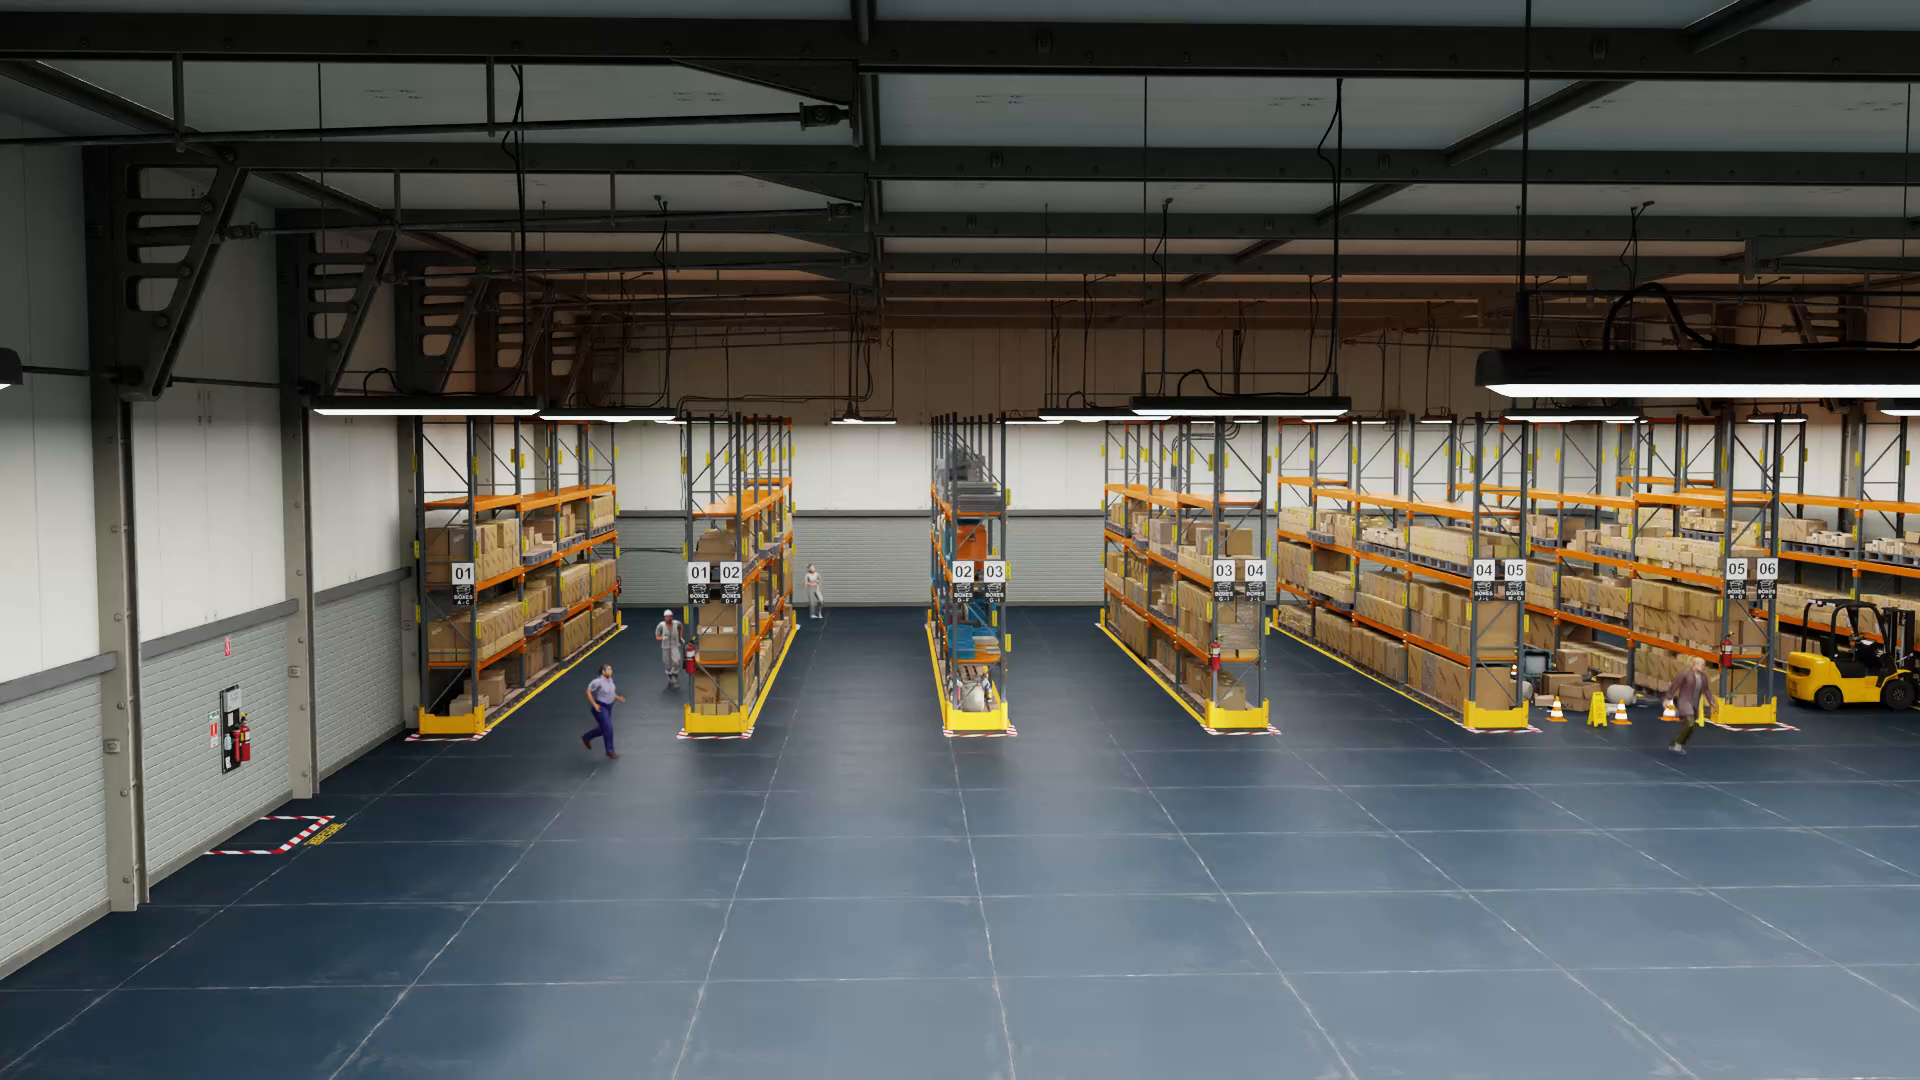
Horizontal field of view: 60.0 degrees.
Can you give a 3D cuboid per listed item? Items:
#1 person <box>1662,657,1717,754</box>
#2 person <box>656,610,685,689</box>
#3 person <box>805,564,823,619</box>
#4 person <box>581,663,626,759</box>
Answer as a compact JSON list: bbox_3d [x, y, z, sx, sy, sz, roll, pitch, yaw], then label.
[{"bbox_3d":[12.705,2.882,28.936,0.681,1.729,0.765,-2,4,-25],"label":"person"},{"bbox_3d":[-6.332,2.368,36.378,0.620,1.724,0.974,0,4,-6],"label":"person"},{"bbox_3d":[-4.349,1.536,49.407,0.567,1.644,0.652,-2,4,-22],"label":"person"},{"bbox_3d":[-6.264,2.960,28.884,0.876,1.659,0.586,1,4,20],"label":"person"}]
